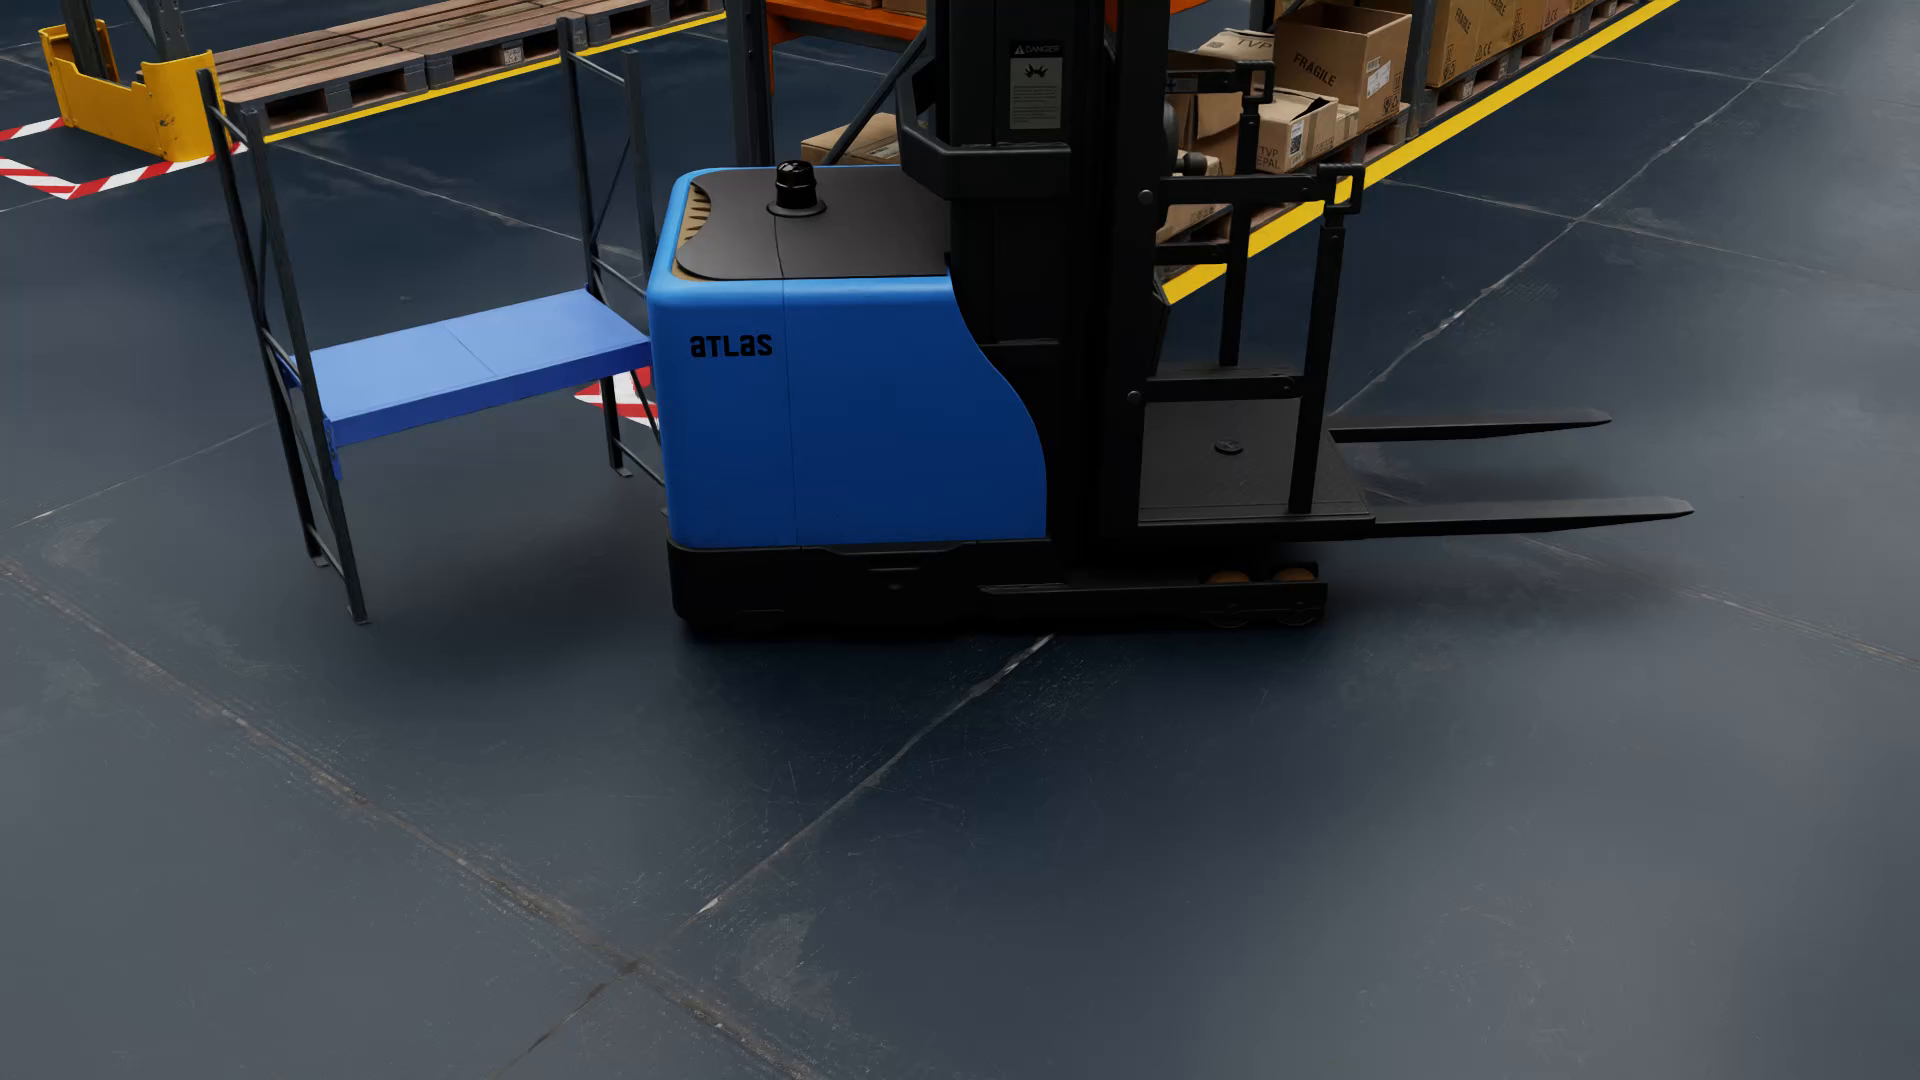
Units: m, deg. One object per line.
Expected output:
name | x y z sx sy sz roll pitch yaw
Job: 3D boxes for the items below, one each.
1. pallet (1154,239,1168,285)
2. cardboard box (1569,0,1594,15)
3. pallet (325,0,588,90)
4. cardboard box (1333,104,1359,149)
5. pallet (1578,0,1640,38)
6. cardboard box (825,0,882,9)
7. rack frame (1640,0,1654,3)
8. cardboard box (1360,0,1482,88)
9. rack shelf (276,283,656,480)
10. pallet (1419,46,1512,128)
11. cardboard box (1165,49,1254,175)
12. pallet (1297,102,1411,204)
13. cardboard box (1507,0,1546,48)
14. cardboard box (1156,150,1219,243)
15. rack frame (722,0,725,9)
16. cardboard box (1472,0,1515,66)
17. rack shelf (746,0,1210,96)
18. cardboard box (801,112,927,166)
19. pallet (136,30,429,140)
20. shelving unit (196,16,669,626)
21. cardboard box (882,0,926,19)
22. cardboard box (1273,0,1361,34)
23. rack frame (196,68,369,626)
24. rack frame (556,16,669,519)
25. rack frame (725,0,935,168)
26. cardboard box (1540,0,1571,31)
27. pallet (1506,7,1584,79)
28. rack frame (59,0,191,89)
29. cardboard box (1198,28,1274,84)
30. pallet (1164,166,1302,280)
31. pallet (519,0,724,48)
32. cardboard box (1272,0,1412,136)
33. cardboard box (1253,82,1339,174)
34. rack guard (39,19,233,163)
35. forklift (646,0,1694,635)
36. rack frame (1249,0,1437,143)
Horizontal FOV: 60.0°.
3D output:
pallet | 0.124 -1.101 6.902 1.003 0.211 1.213 21 37 31
cardboard box | 3.736 -3.649 10.485 0.500 0.500 0.500 20 36 30
pallet | -3.084 -3.089 10.255 1.003 0.211 1.213 21 37 31
cardboard box | 1.716 -2.045 8.123 0.380 0.149 0.250 21 37 31
pallet | 3.946 -3.706 11.296 1.003 0.211 1.213 21 37 31
cardboard box | -0.349 -2.255 6.014 0.500 0.500 0.500 22 37 33
rack frame | 4.426 -5.198 11.078 1.000 3.000 0.127 21 37 31
cardboard box | 2.498 -2.807 9.065 0.500 0.500 0.500 19 36 29
rack shelf | -1.458 -0.496 4.969 1.000 0.185 0.538 -19 36 -29
pallet | 2.473 -2.714 9.623 1.003 0.211 1.213 21 37 31
cardboard box | 0.882 -1.922 7.568 0.797 0.503 0.637 21 37 31
pallet | 1.597 -2.093 8.575 1.003 0.211 1.213 21 37 31
cardboard box | 3.119 -3.228 9.775 0.500 0.500 0.500 22 37 32
cardboard box | 0.755 -1.492 7.091 0.500 0.250 0.500 21 37 31
rack frame | -1.935 -5.098 10.909 1.000 3.000 0.127 21 37 31
cardboard box | 2.811 -3.027 9.437 0.500 0.500 0.500 22 37 32
rack shelf | 0.805 -2.449 7.146 1.077 0.370 4.000 21 37 31
cardboard box | -0.271 -1.357 6.617 0.500 0.500 0.500 21 37 31
pallet | -3.821 -2.595 9.422 1.003 0.211 1.213 21 37 31
shelving unit | -1.458 -0.651 4.877 1.048 1.500 0.538 -19 36 -29
cardboard box | 0.075 -2.088 5.733 0.500 0.500 0.500 22 37 32
cardboard box | 2.081 -2.974 9.347 0.500 0.500 0.500 21 37 31
rack frame | -1.876 -0.503 4.628 0.032 1.500 0.500 -19 36 -29
rack frame | -1.040 -0.798 5.126 0.032 1.500 0.500 -19 36 -29
rack frame | -0.403 -1.946 5.591 1.000 3.000 0.127 21 37 31
cardboard box | 3.425 -3.434 10.122 0.500 0.500 0.500 20 36 30
pallet | 3.209 -3.212 10.463 1.003 0.211 1.213 21 37 31
rack frame | -4.350 -3.472 8.166 1.000 3.000 0.127 21 37 31
cardboard box | 1.586 -2.500 8.732 0.500 0.311 0.500 21 37 31
pallet | 0.861 -1.595 7.735 1.003 0.211 1.213 21 37 31
pallet | -2.348 -3.587 11.096 1.003 0.211 1.213 21 37 31
cardboard box | 1.894 -2.367 8.322 0.500 0.500 0.500 21 37 31
cardboard box | 1.441 -1.980 7.855 0.500 0.311 0.500 21 37 31
rack guard | -4.354 -2.383 8.780 1.175 0.500 0.348 21 37 31
forklift | 0.659 -1.274 4.525 3.031 2.935 1.130 -2 31 -3
rack frame | 2.012 -3.572 8.335 1.000 3.000 0.127 21 37 31
